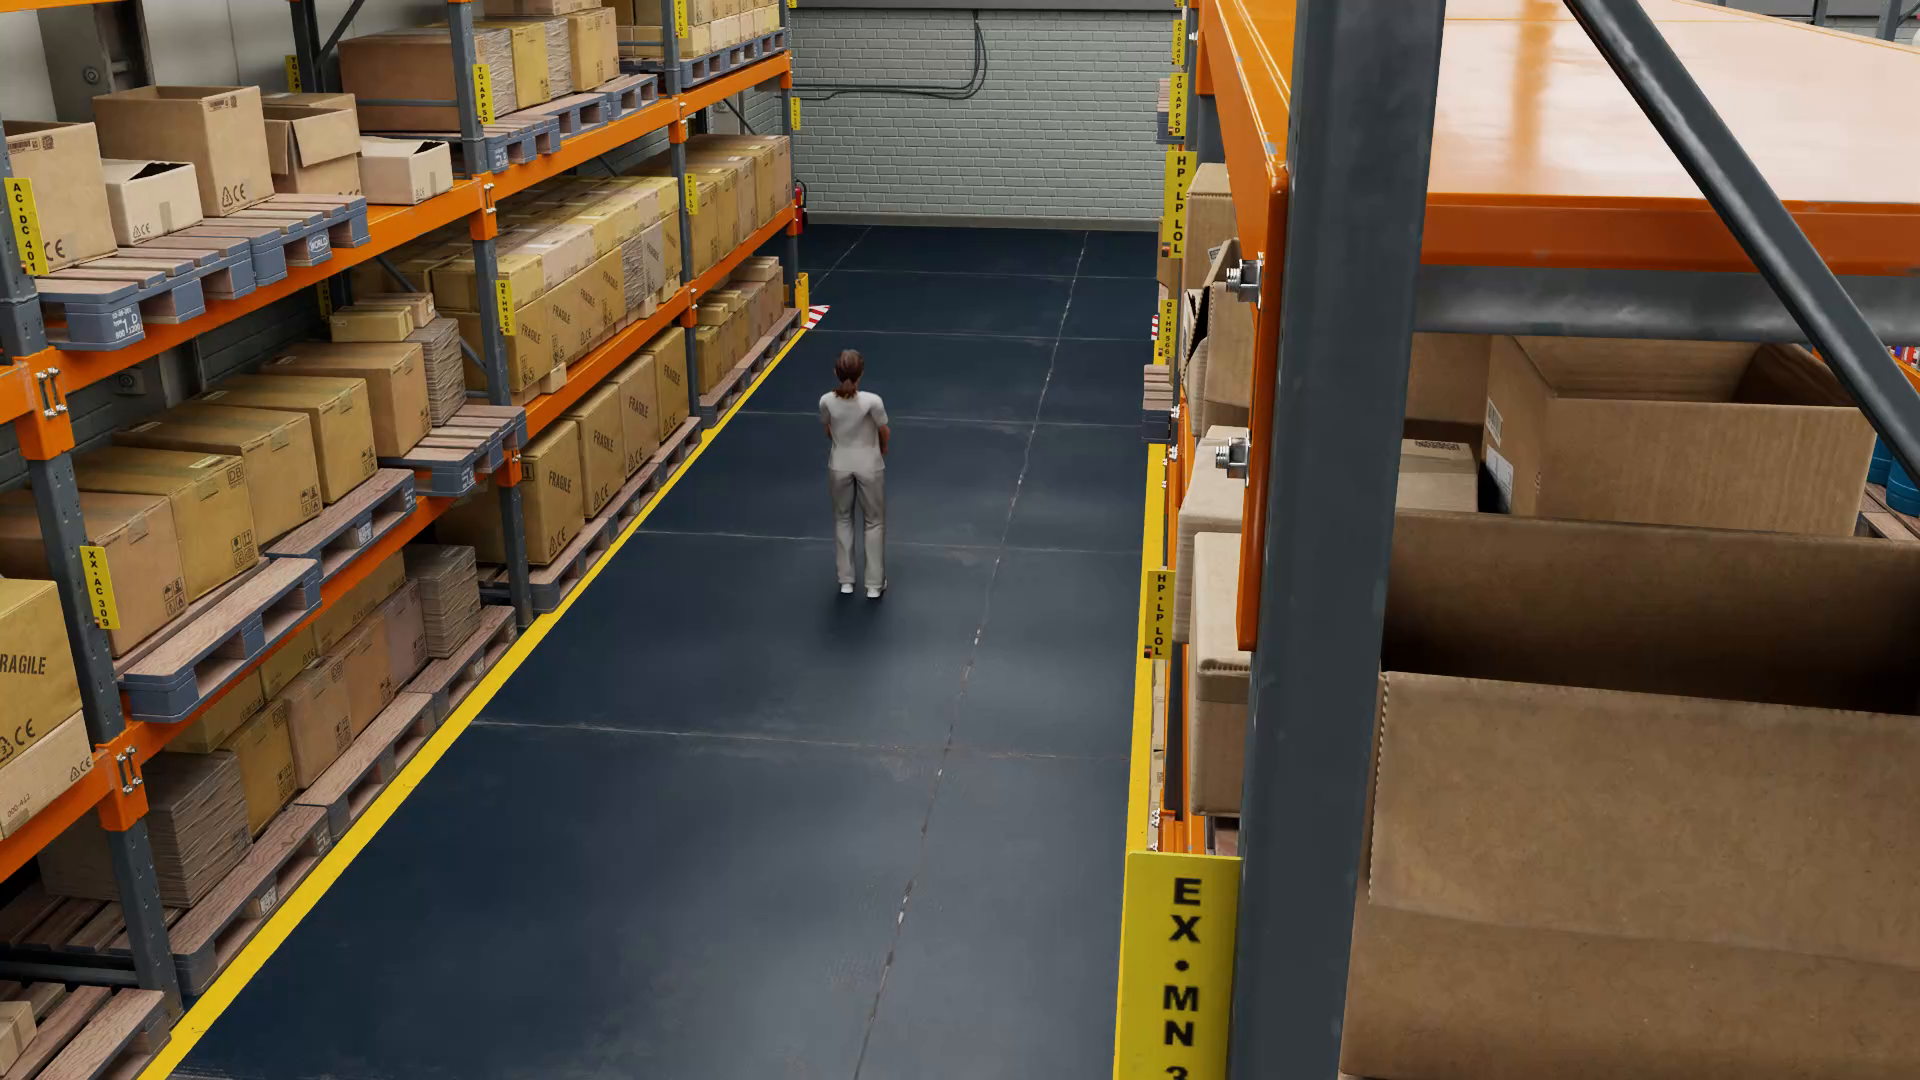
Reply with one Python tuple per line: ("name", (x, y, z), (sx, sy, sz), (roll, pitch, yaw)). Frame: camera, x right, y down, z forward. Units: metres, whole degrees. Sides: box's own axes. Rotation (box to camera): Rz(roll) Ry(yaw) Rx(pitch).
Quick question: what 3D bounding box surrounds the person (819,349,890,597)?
("person", (-0.662, -0.455, 10.772), (0.436, 1.663, 0.554), (3, 21, 7))
